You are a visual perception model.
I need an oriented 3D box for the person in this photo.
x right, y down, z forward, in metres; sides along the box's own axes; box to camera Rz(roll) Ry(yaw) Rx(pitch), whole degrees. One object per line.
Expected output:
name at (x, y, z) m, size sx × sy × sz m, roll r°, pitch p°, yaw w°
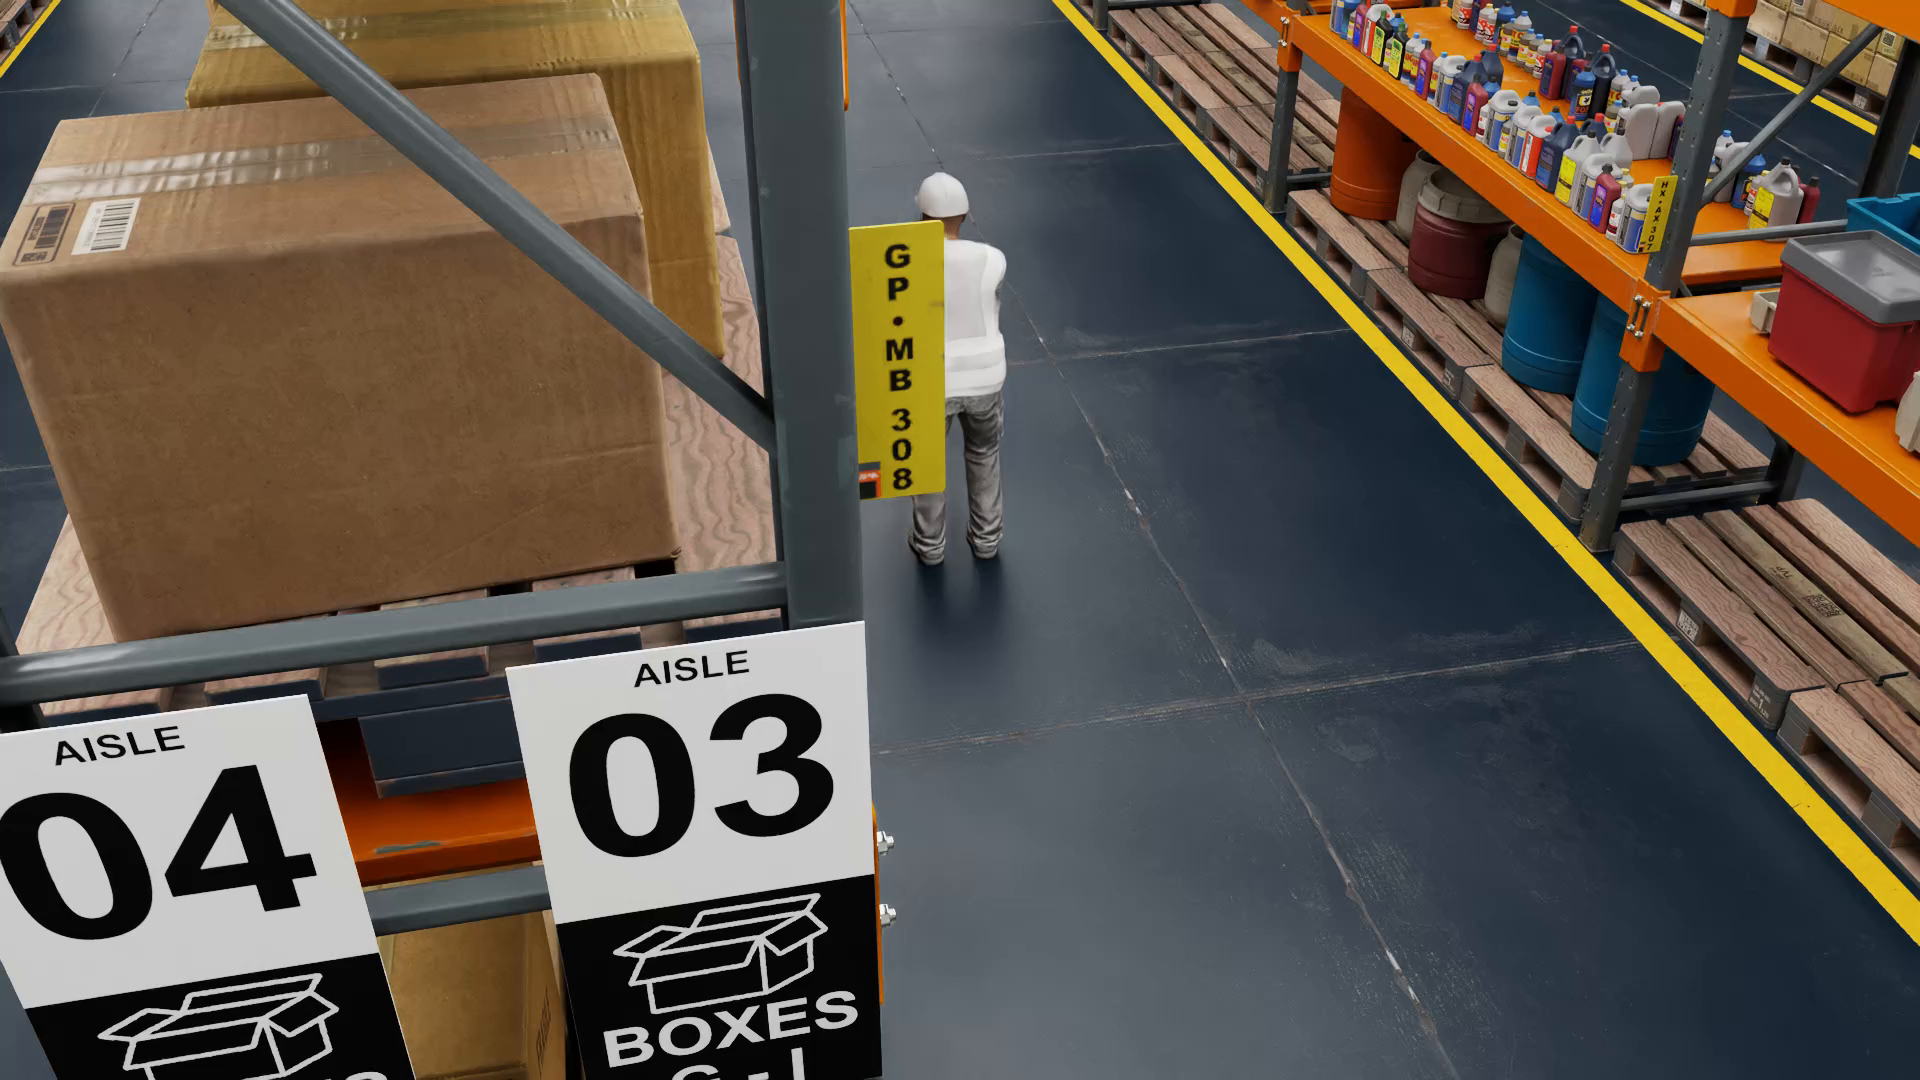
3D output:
person at (-0.060, -0.737, 7.234) m, size 0.487 × 1.761 × 0.604 m, roll -8°, pitch 35°, yaw -11°
